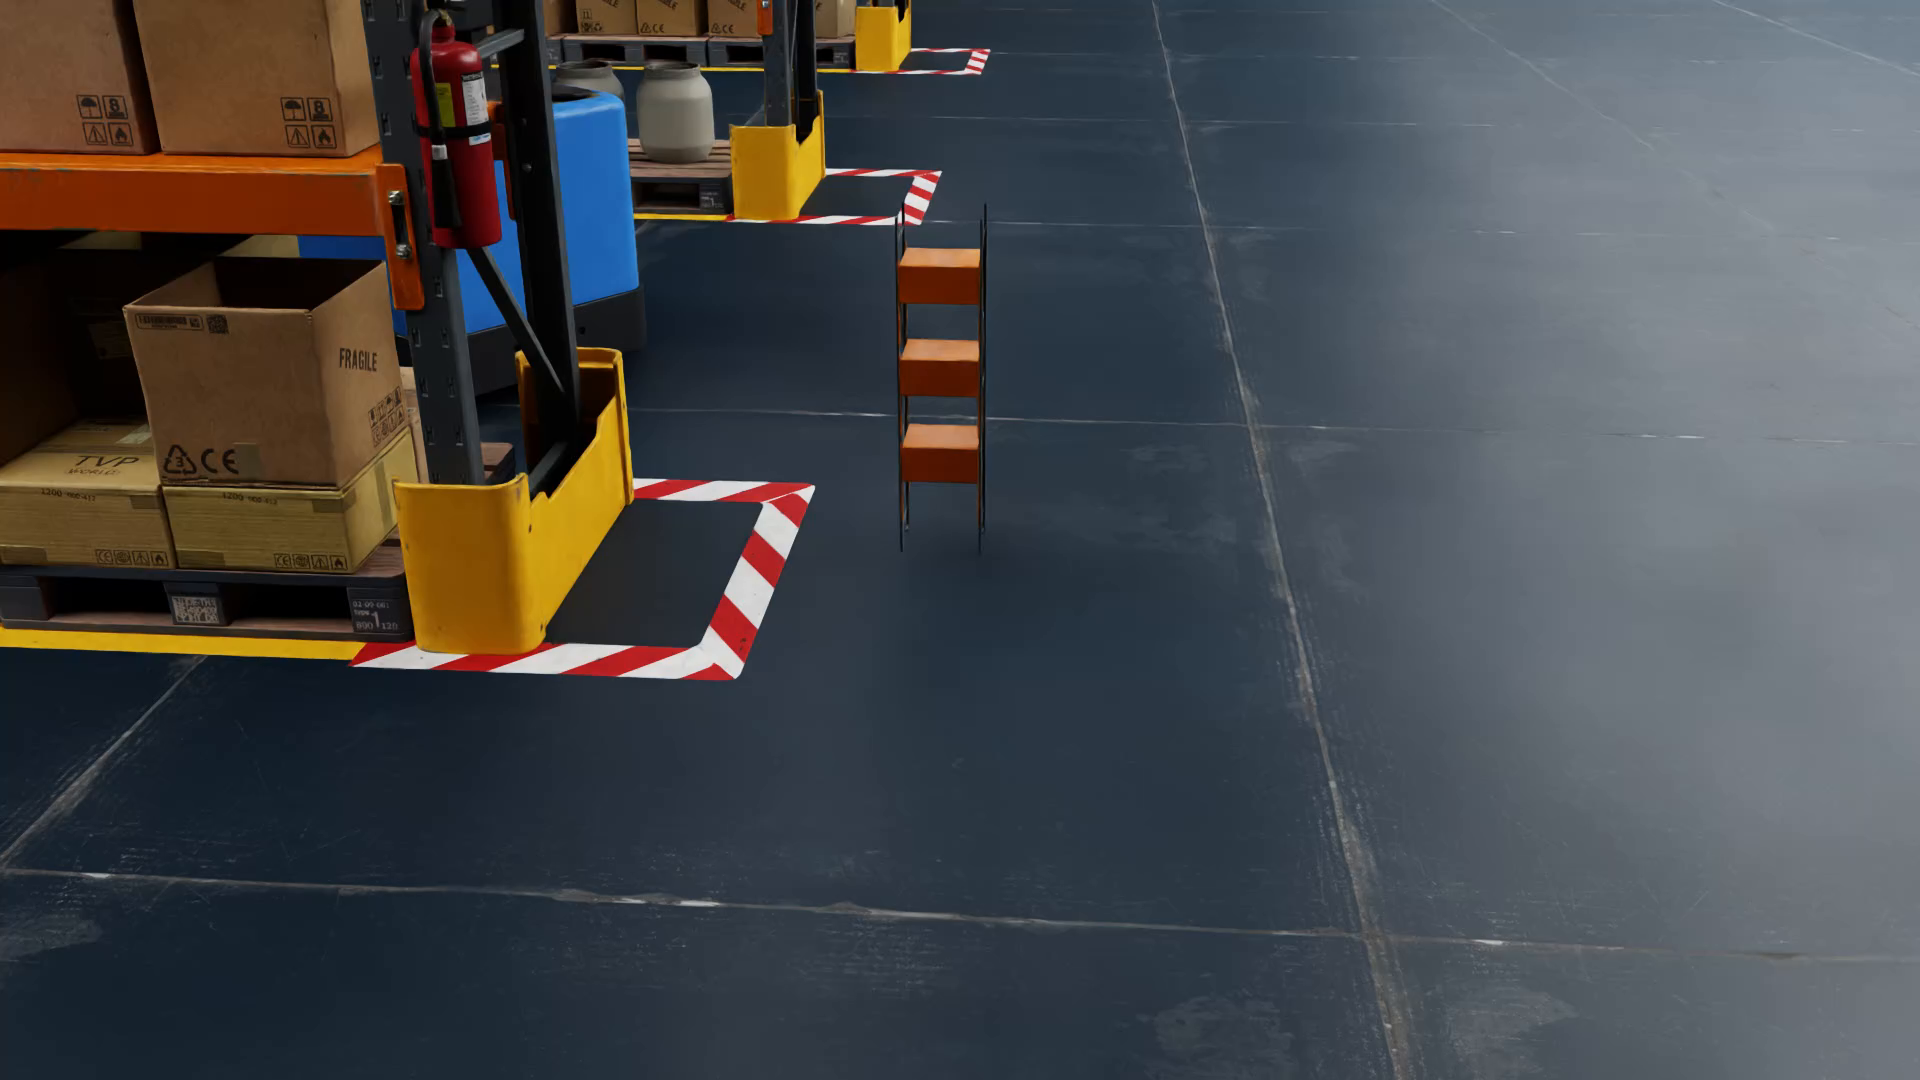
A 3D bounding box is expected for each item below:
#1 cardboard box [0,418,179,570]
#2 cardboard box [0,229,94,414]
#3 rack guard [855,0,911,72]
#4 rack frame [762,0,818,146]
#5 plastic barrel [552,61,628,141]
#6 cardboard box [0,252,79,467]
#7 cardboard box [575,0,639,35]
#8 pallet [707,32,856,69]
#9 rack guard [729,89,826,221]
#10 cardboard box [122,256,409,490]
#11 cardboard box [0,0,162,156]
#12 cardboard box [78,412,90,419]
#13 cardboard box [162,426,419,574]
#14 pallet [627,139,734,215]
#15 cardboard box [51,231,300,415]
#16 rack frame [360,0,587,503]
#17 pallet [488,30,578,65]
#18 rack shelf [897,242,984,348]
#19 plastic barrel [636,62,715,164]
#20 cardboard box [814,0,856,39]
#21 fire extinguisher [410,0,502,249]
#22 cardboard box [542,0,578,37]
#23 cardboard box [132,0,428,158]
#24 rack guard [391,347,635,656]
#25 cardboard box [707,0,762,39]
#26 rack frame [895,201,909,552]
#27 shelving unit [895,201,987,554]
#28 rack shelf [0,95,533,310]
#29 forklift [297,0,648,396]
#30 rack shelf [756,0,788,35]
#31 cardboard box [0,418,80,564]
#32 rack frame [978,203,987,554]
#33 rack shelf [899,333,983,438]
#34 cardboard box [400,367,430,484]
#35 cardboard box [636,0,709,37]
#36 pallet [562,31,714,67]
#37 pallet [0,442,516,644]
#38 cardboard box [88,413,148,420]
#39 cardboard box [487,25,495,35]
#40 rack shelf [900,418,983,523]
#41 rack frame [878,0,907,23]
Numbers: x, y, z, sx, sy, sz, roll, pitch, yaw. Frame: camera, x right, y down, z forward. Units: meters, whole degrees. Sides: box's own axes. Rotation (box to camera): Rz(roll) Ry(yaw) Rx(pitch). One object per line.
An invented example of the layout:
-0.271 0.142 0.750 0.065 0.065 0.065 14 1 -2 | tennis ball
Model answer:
-2.381 -0.140 4.752 0.500 0.250 0.500 2 25 4 | cardboard box
-2.840 -0.711 5.097 0.500 0.500 0.500 2 25 4 | cardboard box
-0.638 -4.289 13.972 0.348 0.500 1.175 2 25 4 | rack guard
-0.941 -3.357 8.958 0.127 3.000 1.000 2 25 4 | rack frame
-2.103 -2.423 9.402 0.421 0.512 0.421 0 25 0 | plastic barrel
-2.880 -0.494 4.626 0.500 0.500 0.500 2 25 4 | cardboard box
-2.958 -4.573 14.088 0.500 0.500 0.500 0 25 -1 | cardboard box
-1.445 -4.198 14.121 1.213 0.211 1.003 2 25 4 | pallet
-1.021 -2.205 9.443 0.348 0.500 1.175 2 25 4 | rack guard
-1.882 -0.469 4.570 0.500 0.500 0.500 2 25 4 | cardboard box
-2.313 -1.374 4.527 0.500 0.500 0.700 2 25 5 | cardboard box
-2.839 -0.375 5.264 0.500 0.250 0.500 2 25 4 | cardboard box
-1.882 -0.129 4.728 0.500 0.250 0.500 2 25 4 | cardboard box
-1.830 -2.102 9.565 1.213 0.211 1.003 2 25 4 | pallet
-2.341 -0.701 5.074 0.500 0.500 0.500 2 25 4 | cardboard box
-1.324 -1.293 4.472 0.127 3.000 1.000 2 25 4 | rack frame
-3.878 -4.276 14.291 1.213 0.211 1.003 2 25 4 | pallet
-0.053 -0.727 4.920 0.240 0.259 0.215 2 25 4 | rack shelf
-1.604 -2.407 9.367 0.421 0.512 0.421 0 25 0 | plastic barrel
-1.184 -4.504 13.938 0.500 0.500 0.500 6 25 14 | cardboard box
-1.242 -1.061 4.059 0.183 0.674 0.296 2 25 4 | fire extinguisher
-3.583 -4.560 14.060 0.500 0.500 0.500 10 27 21 | cardboard box
-1.789 -1.359 4.495 0.500 0.500 0.700 2 25 4 | cardboard box
-1.300 -0.157 4.993 0.348 0.500 1.175 2 25 4 | rack guard
-1.782 -4.509 13.948 0.500 0.500 0.500 8 26 18 | cardboard box
-0.175 -0.483 5.043 0.008 1.050 0.200 2 25 4 | rack frame
-0.053 -0.479 5.034 0.252 1.050 0.215 2 25 4 | shelving unit
-3.319 -1.030 4.761 4.000 0.370 1.077 2 25 4 | rack shelf
-2.724 -2.335 6.818 3.031 2.935 1.130 20 32 37 | forklift
-2.936 -3.095 9.248 4.000 0.370 1.077 2 25 4 | rack shelf
-2.880 -0.155 4.786 0.500 0.250 0.500 2 25 4 | cardboard box
0.068 -0.475 5.026 0.008 1.050 0.200 2 25 4 | rack frame
-0.053 -0.469 5.039 0.240 0.259 0.215 2 25 4 | rack shelf
-1.842 -0.345 5.198 0.500 0.250 0.500 2 25 4 | cardboard box
-2.405 -4.537 14.009 0.500 0.500 0.500 4 25 9 | cardboard box
-2.659 -4.238 14.208 1.213 0.211 1.003 2 25 4 | pallet
-2.090 -0.033 5.070 1.213 0.211 1.003 2 25 4 | pallet
-2.341 -0.359 5.229 0.500 0.250 0.500 2 25 4 | cardboard box
-4.155 -4.576 14.093 0.500 0.500 0.500 1 25 2 | cardboard box
-0.053 -0.217 5.155 0.240 0.259 0.215 2 25 4 | rack shelf
-0.562 -5.422 13.444 0.127 3.000 1.000 2 25 4 | rack frame
